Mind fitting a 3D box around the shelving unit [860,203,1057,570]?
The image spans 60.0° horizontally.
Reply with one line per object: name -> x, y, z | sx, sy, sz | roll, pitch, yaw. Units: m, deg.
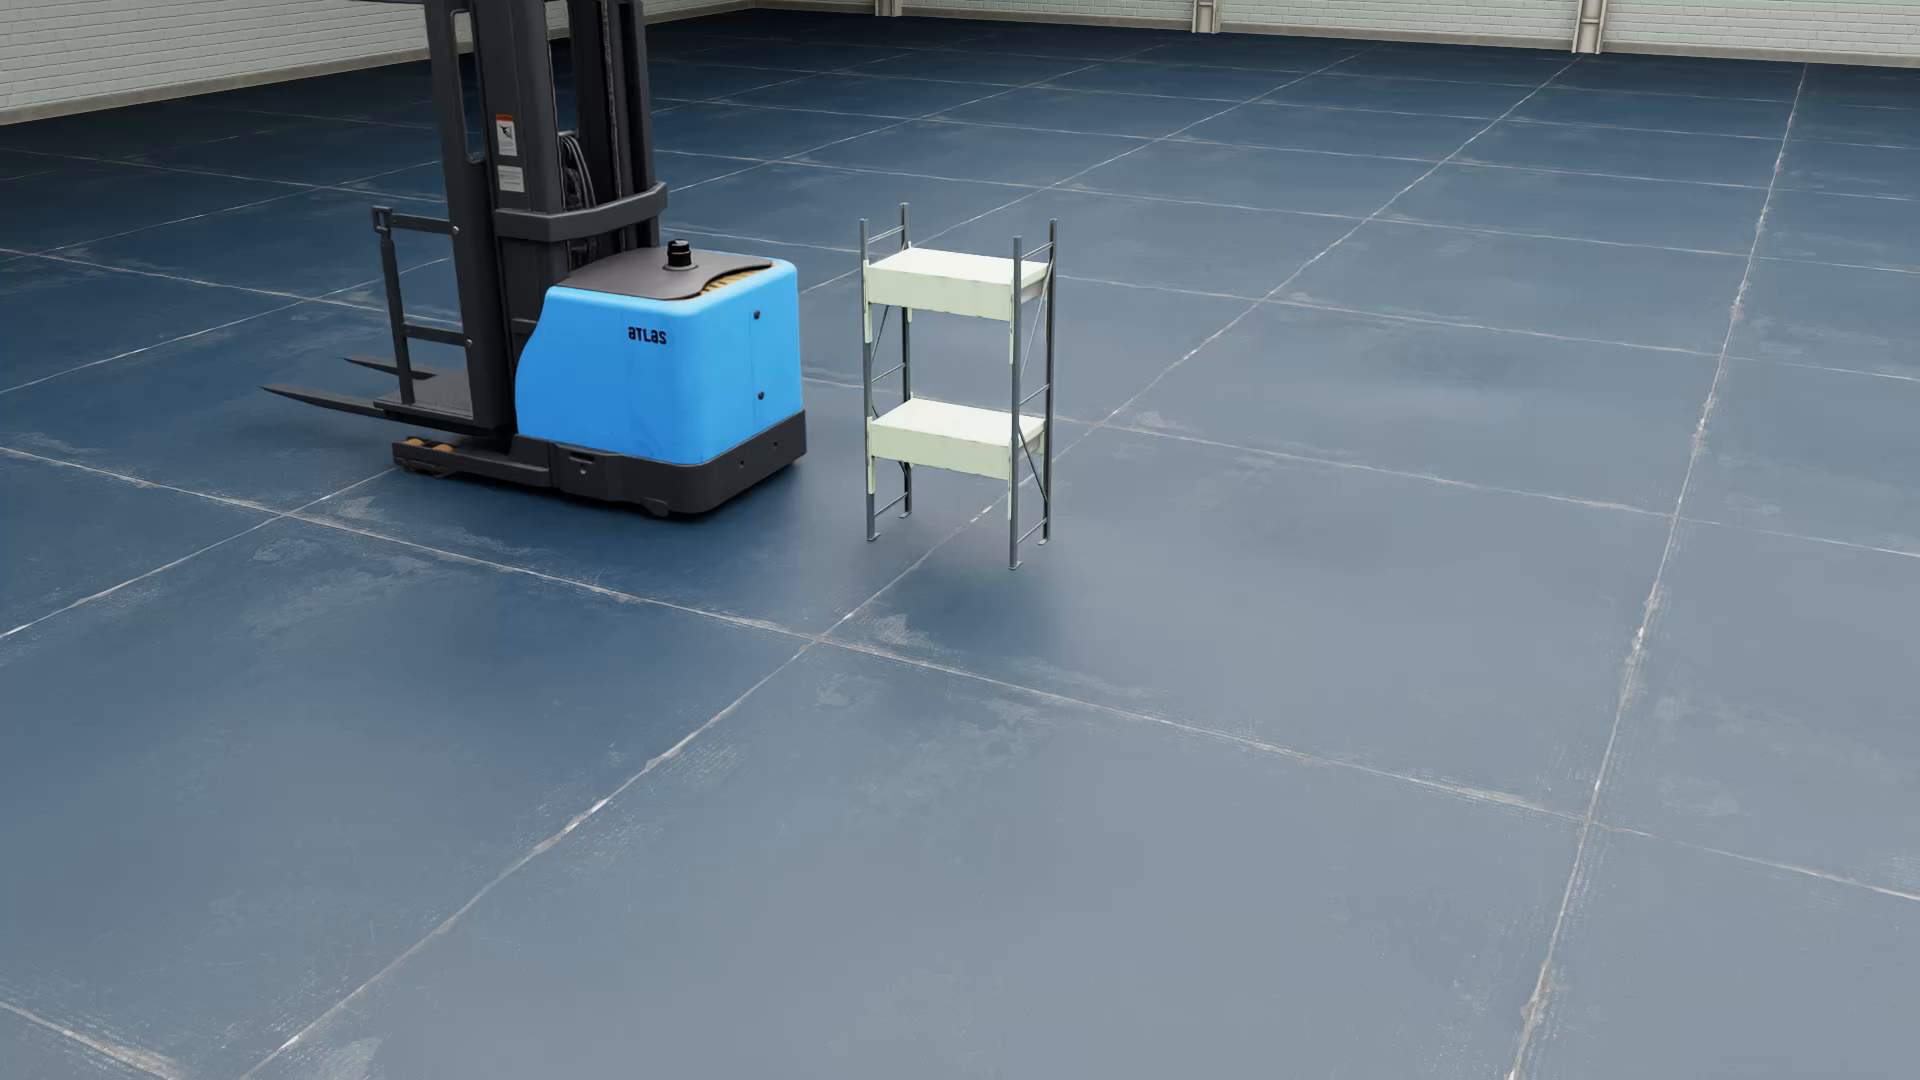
shelving unit -> -0.006, -0.691, 7.459 | 0.755, 1.500, 0.431 | 11, 25, 25

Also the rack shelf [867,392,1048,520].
rack shelf -> -0.006, -0.391, 7.587 | 0.720, 0.370, 0.431 | 11, 25, 25

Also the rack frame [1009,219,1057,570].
rack frame -> 0.321, -0.627, 7.307 | 0.023, 1.500, 0.400 | 11, 25, 25

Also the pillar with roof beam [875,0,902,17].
pillar with roof beam -> -3.226, -12.097, 24.697 | 0.400, 9.000, 9.100 | 11, 25, 25

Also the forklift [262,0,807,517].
forklift -> -2.349, -1.841, 8.333 | 3.031, 2.935, 1.130 | 11, 25, 24

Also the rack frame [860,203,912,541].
rack frame -> -0.333, -0.756, 7.611 | 0.023, 1.500, 0.400 | 11, 25, 25

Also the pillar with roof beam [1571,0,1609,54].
pillar with roof beam -> 7.483, -9.978, 19.714 | 0.400, 9.000, 9.100 | 11, 25, 25

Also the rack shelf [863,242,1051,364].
rack shelf -> -0.006, -1.050, 7.307 | 0.720, 0.370, 0.431 | 11, 25, 25
